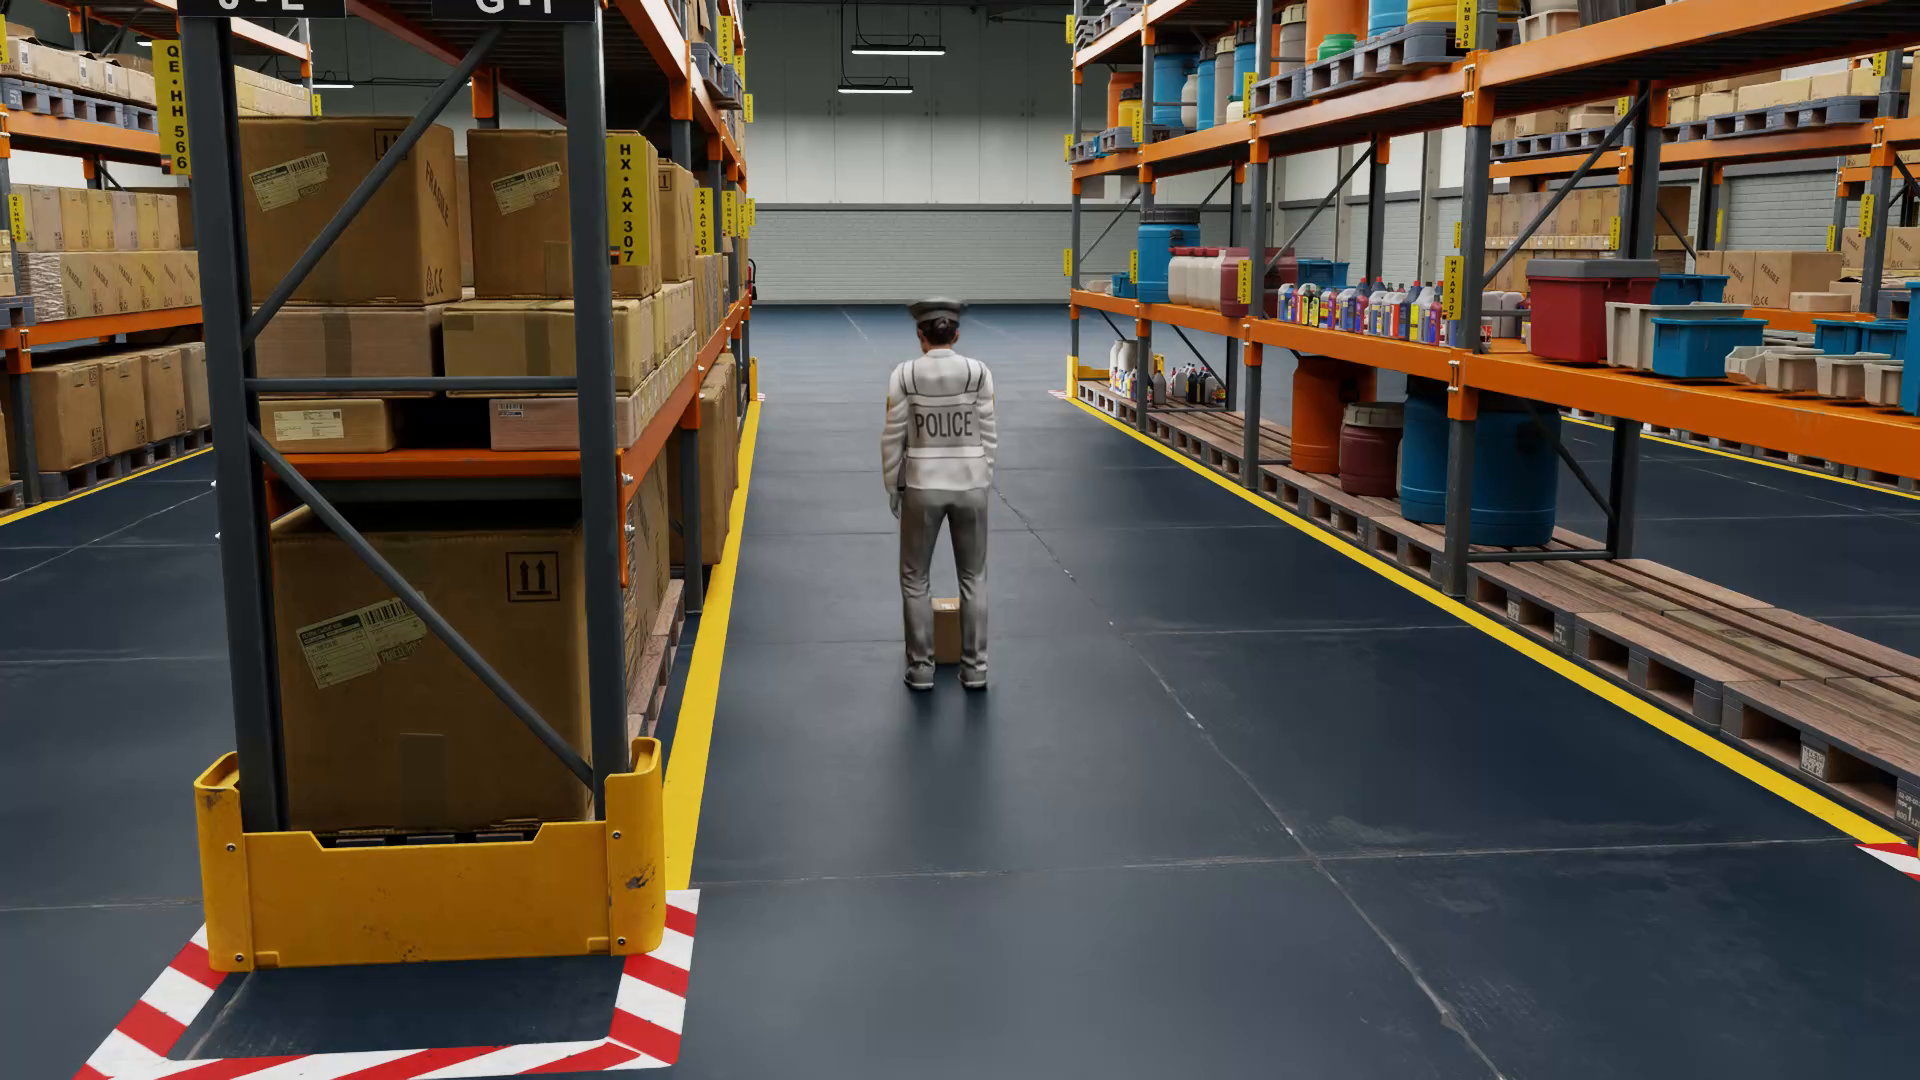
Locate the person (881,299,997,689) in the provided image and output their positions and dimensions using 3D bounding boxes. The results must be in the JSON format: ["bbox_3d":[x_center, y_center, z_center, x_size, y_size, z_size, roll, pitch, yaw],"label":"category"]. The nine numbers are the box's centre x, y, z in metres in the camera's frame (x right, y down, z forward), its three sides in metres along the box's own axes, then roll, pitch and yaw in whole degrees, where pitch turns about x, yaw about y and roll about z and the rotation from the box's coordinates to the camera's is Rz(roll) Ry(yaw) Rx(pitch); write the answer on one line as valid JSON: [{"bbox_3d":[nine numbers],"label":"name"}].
[{"bbox_3d":[-0.090,-0.184,7.021,0.488,1.648,0.391,-1,10,-5],"label":"person"}]
